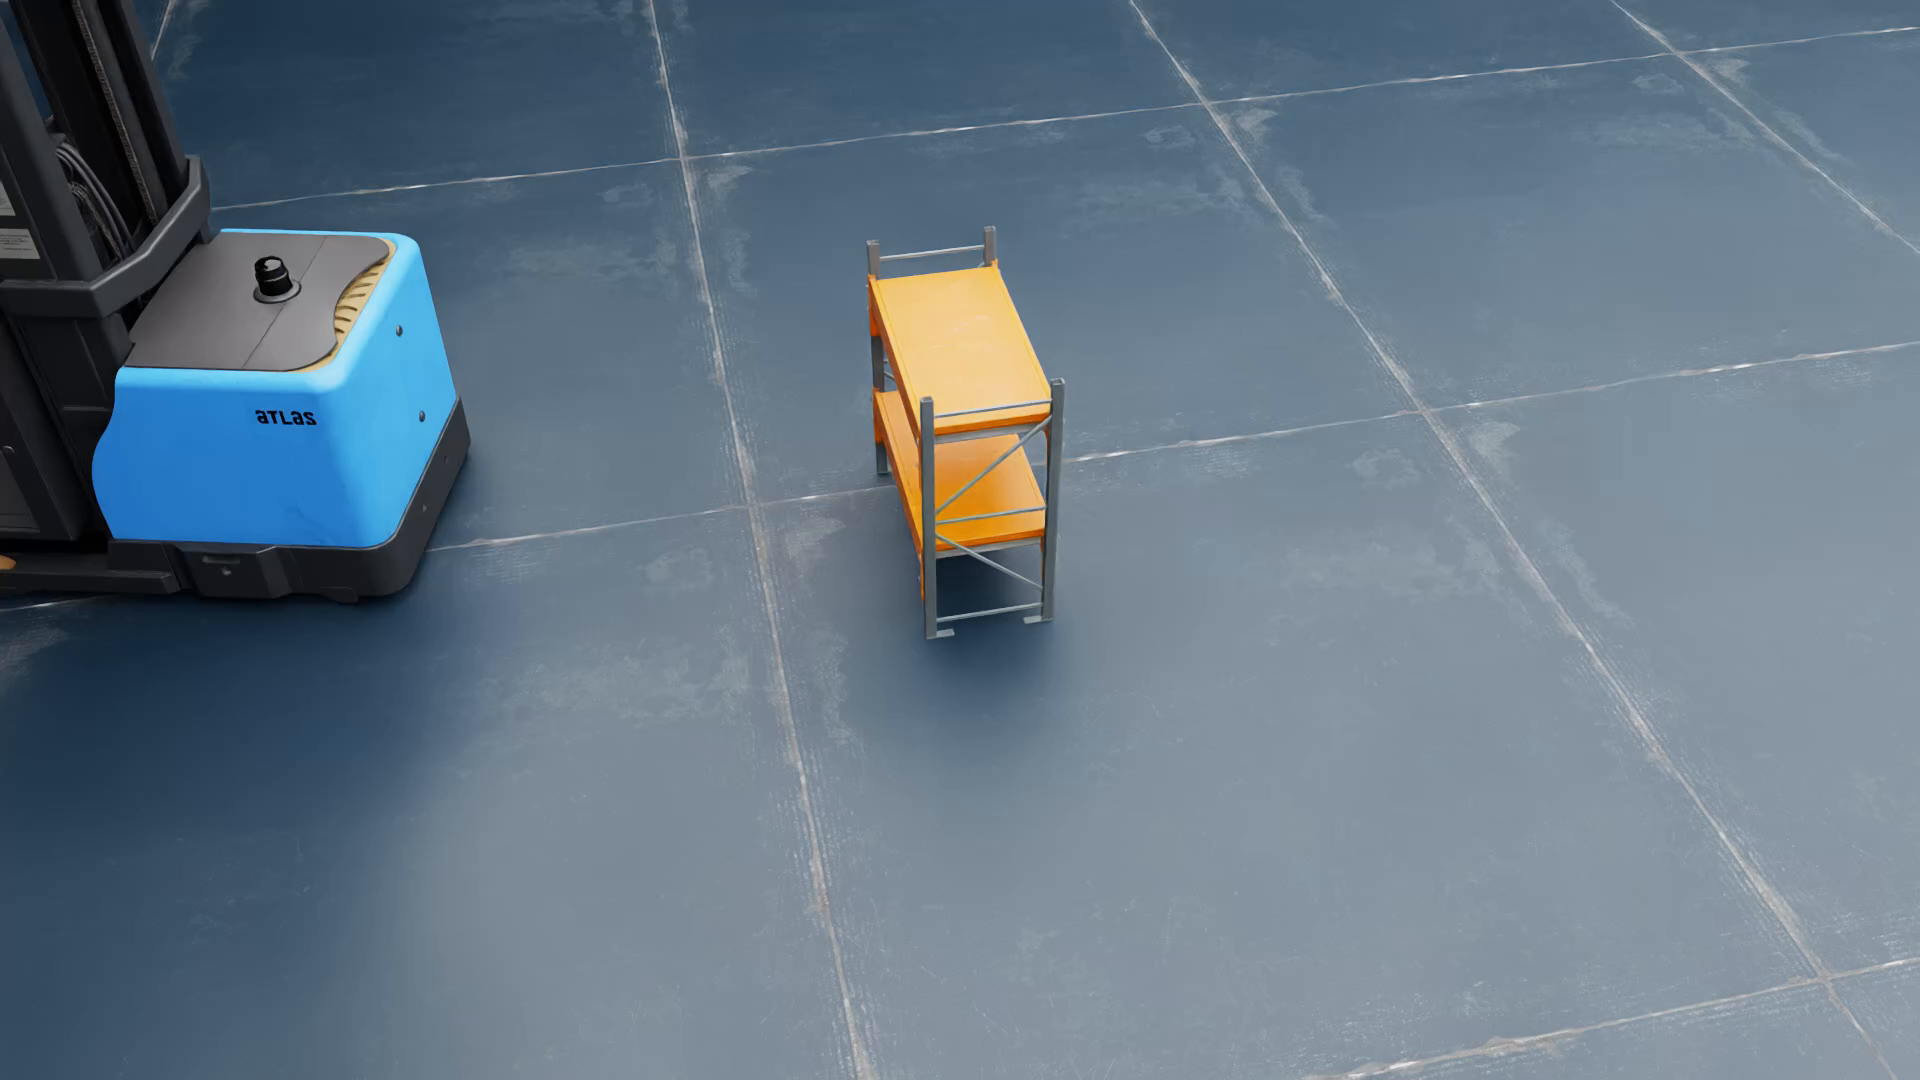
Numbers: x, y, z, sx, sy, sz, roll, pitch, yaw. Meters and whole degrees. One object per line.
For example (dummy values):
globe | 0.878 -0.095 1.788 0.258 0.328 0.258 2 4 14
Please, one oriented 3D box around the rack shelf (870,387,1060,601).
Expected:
rack shelf | 0.001 -0.233 6.534 0.538 0.278 1.000 -8 42 -9

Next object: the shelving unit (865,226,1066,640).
shelving unit | 0.001 -0.416 6.372 0.538 1.125 1.048 -8 42 -9

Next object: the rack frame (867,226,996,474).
rack frame | -0.108 -0.746 6.743 0.500 1.125 0.032 -8 42 -9

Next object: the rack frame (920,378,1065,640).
rack frame | 0.111 -0.087 6.000 0.500 1.125 0.032 -8 42 -9

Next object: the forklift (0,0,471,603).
forklift | -3.625 -1.223 5.920 3.031 2.935 1.130 2 42 2

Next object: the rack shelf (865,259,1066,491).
rack shelf | 0.001 -0.635 6.177 0.538 0.278 1.000 -8 42 -9
